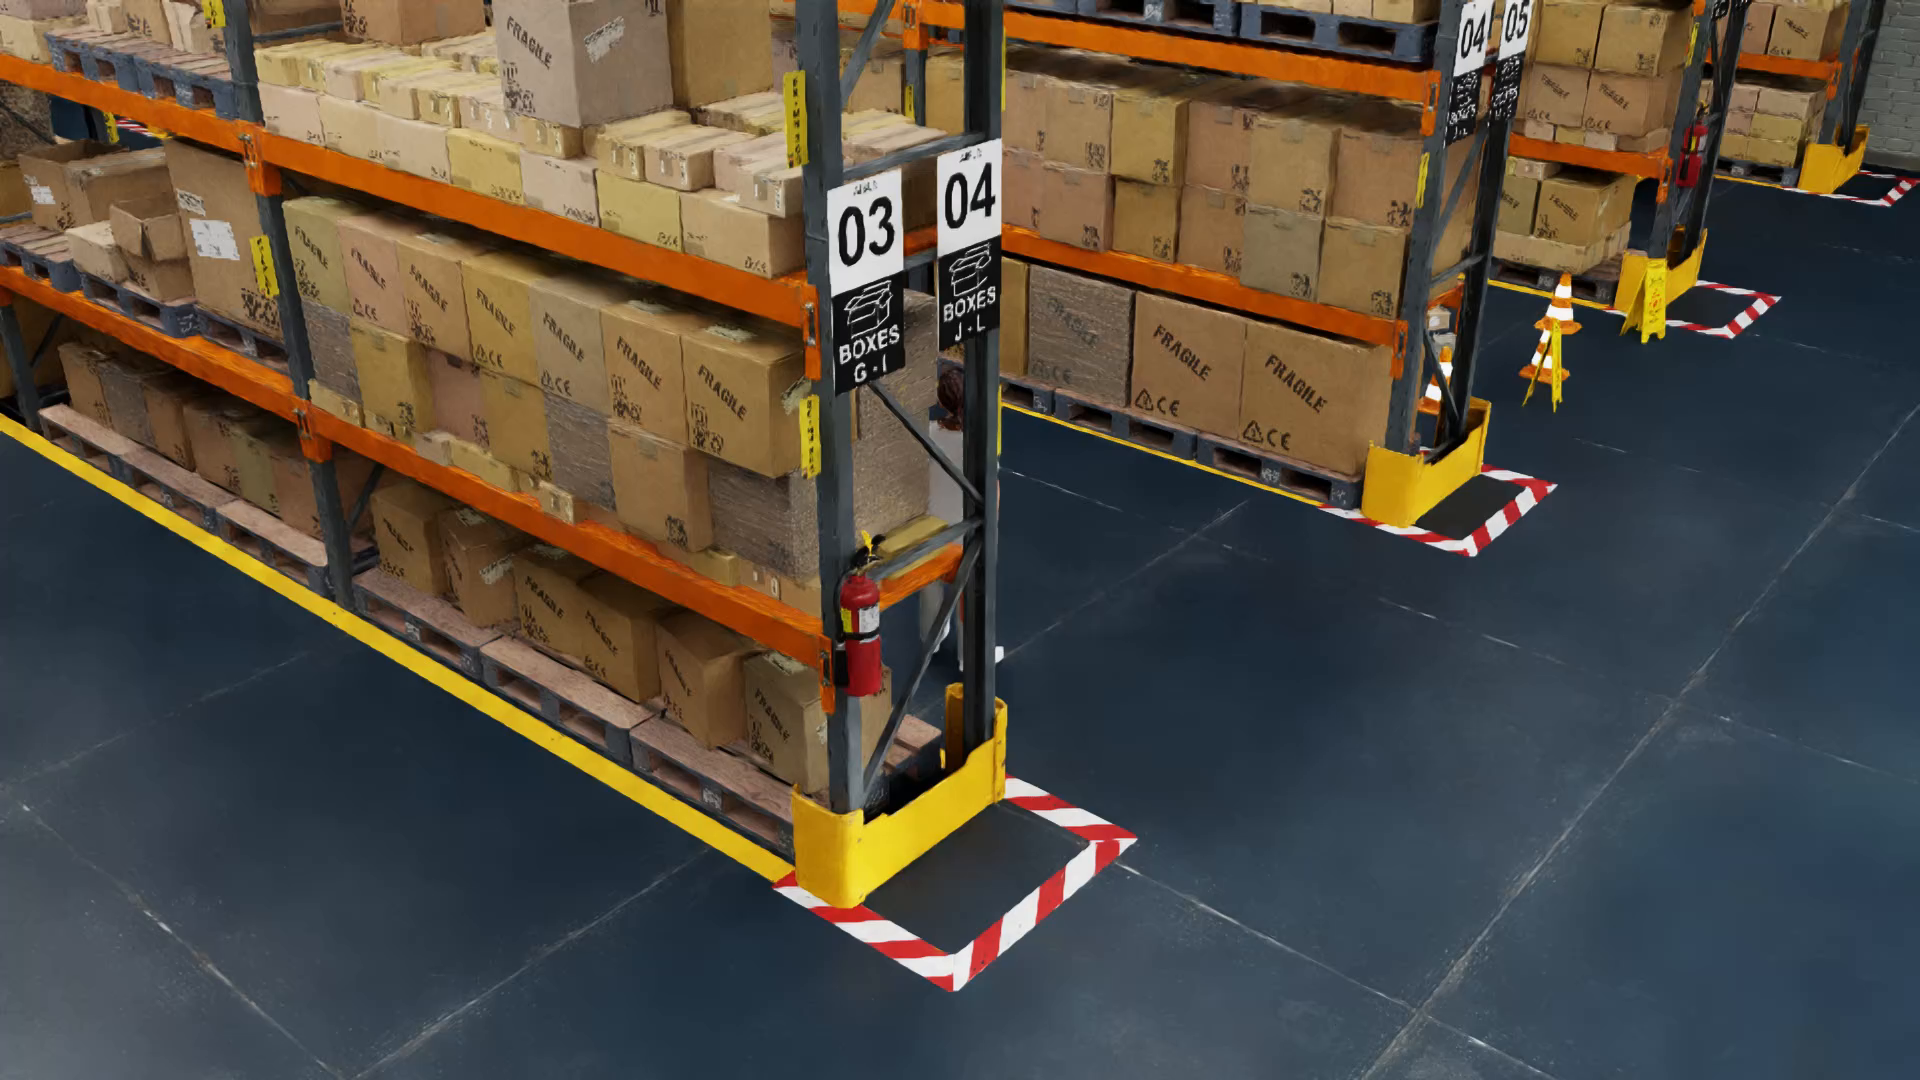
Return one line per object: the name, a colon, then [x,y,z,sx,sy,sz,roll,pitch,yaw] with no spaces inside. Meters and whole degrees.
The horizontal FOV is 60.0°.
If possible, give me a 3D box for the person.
person: [-0.014,-0.126,8.805,0.525,1.680,0.449,6,28,12]
